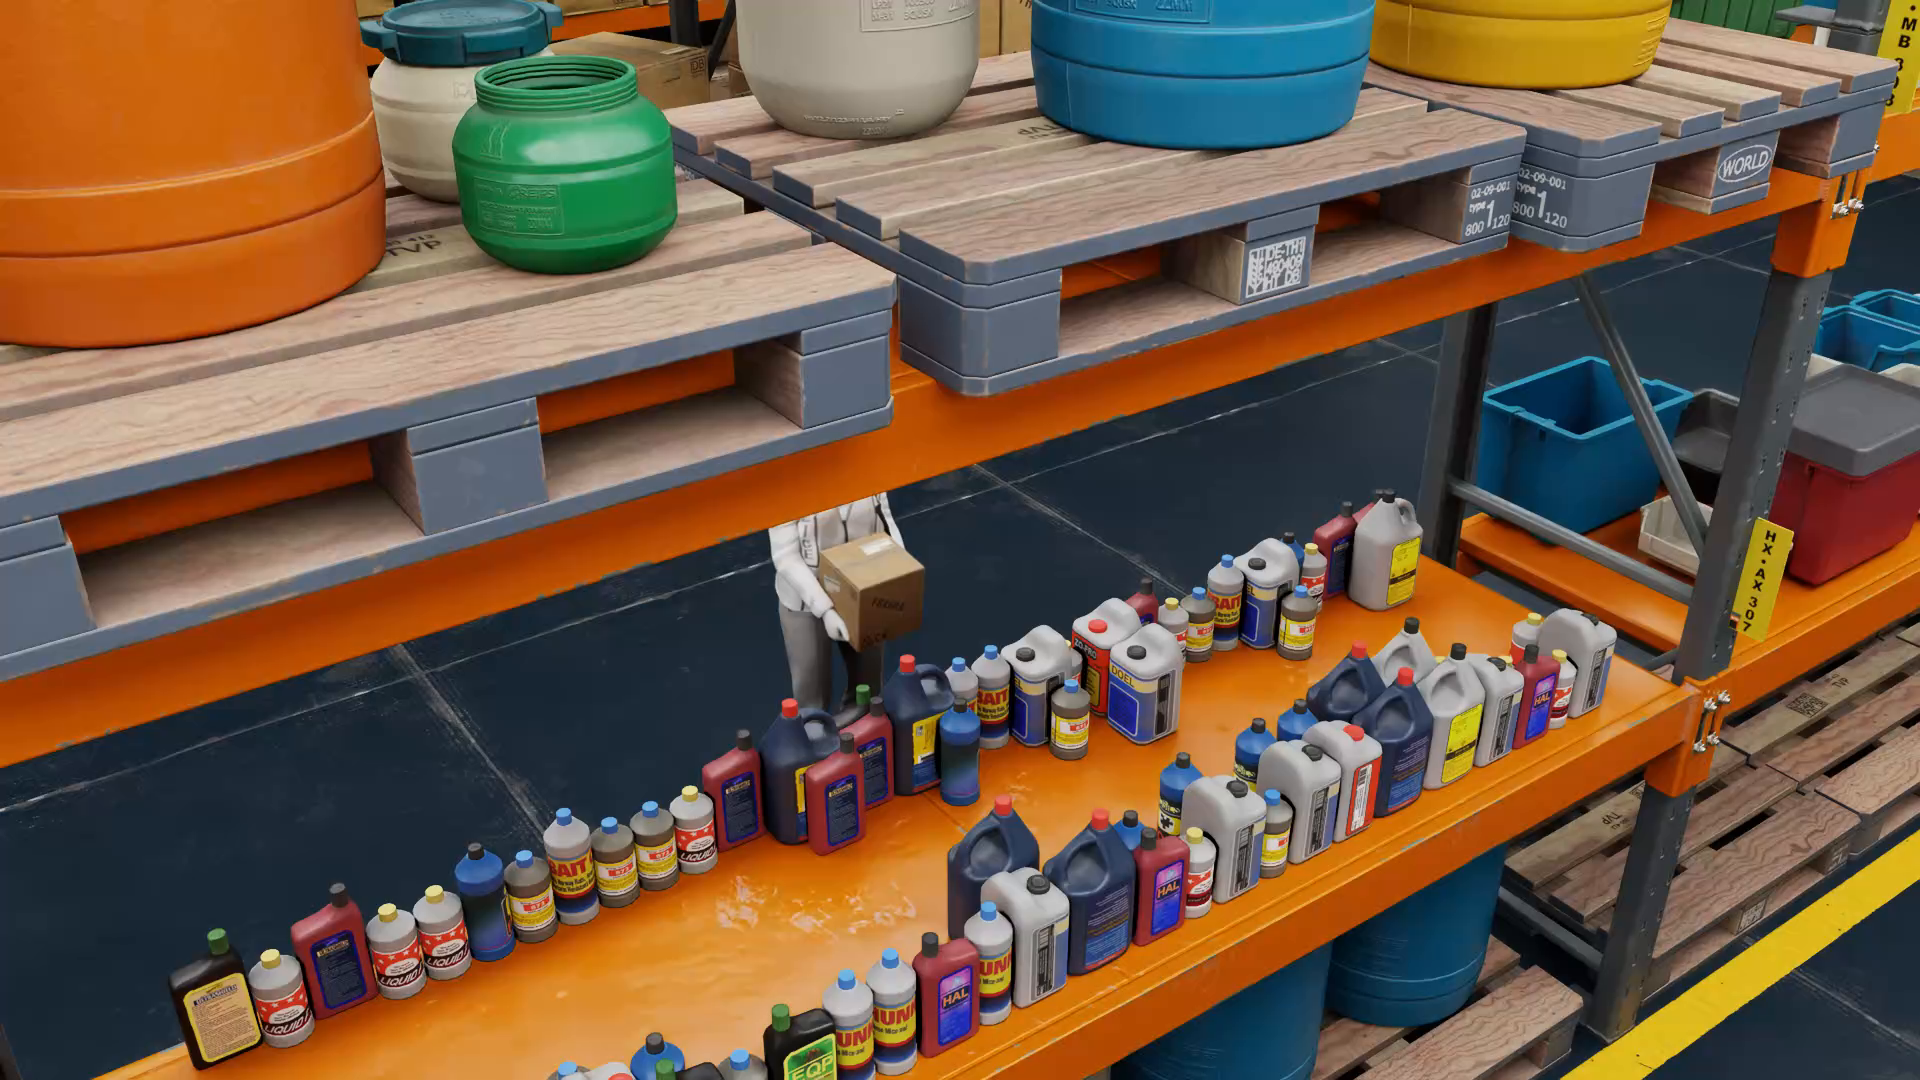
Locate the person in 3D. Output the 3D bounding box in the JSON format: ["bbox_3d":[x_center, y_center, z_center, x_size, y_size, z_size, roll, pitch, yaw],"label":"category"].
[{"bbox_3d":[-0.405,0.229,5.681,0.460,1.686,0.557,-19,34,-30],"label":"person"}]
